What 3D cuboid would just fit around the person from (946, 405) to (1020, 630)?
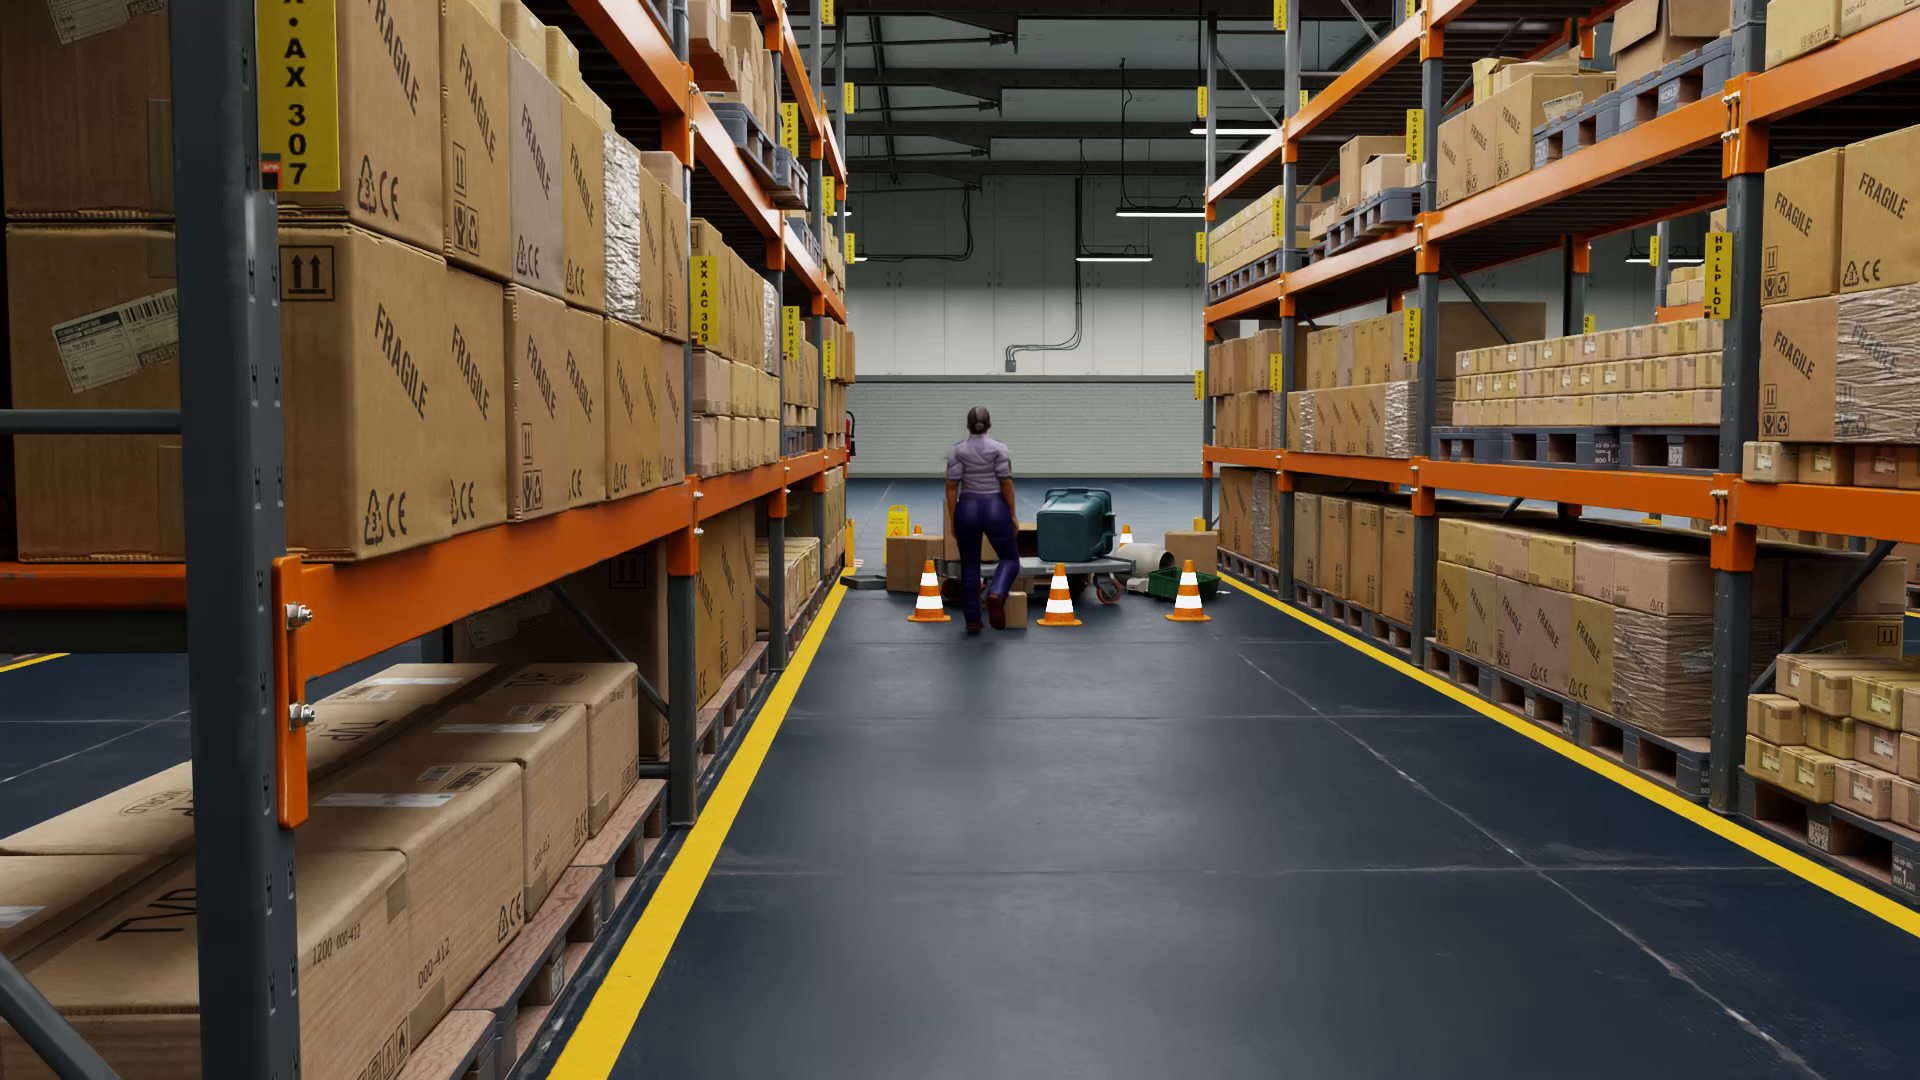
[{"bbox_3d":[0.168,-0.151,12.015,0.520,1.635,0.639,1,4,12],"label":"person"}]
